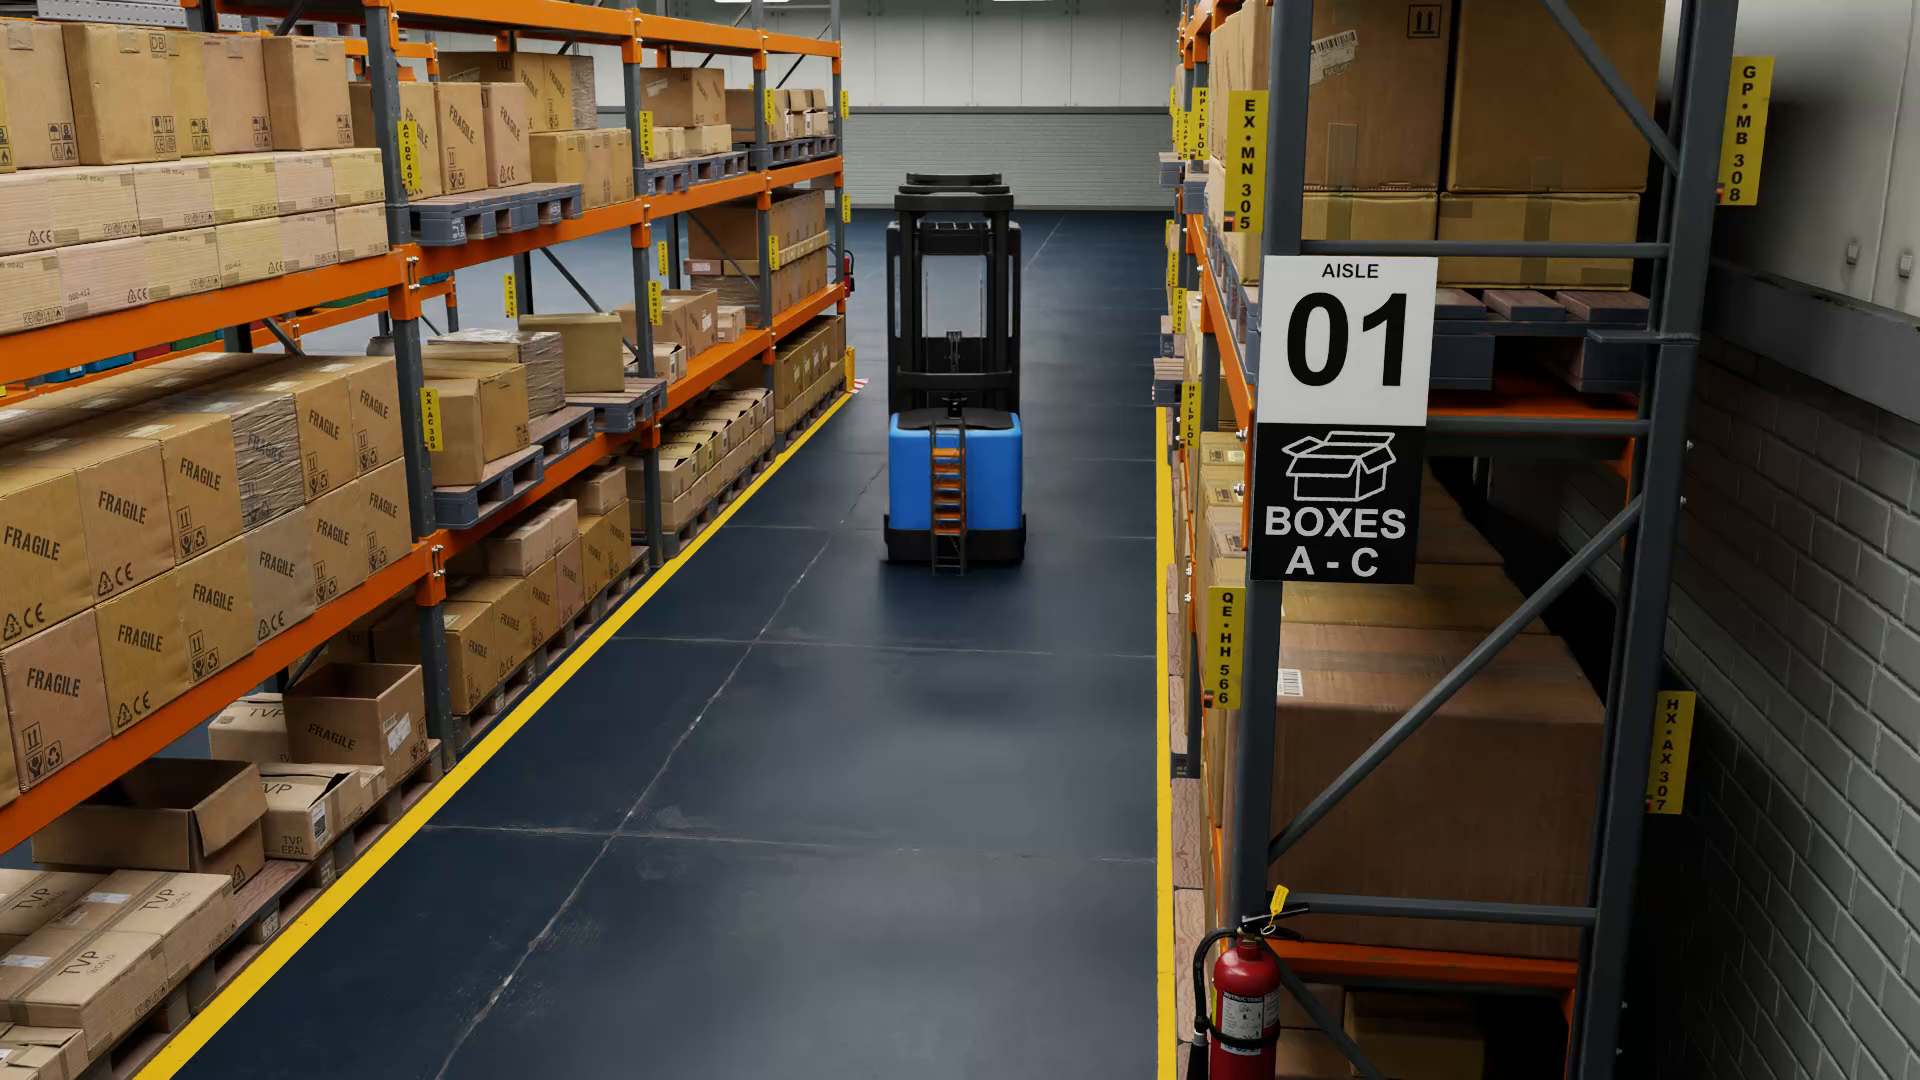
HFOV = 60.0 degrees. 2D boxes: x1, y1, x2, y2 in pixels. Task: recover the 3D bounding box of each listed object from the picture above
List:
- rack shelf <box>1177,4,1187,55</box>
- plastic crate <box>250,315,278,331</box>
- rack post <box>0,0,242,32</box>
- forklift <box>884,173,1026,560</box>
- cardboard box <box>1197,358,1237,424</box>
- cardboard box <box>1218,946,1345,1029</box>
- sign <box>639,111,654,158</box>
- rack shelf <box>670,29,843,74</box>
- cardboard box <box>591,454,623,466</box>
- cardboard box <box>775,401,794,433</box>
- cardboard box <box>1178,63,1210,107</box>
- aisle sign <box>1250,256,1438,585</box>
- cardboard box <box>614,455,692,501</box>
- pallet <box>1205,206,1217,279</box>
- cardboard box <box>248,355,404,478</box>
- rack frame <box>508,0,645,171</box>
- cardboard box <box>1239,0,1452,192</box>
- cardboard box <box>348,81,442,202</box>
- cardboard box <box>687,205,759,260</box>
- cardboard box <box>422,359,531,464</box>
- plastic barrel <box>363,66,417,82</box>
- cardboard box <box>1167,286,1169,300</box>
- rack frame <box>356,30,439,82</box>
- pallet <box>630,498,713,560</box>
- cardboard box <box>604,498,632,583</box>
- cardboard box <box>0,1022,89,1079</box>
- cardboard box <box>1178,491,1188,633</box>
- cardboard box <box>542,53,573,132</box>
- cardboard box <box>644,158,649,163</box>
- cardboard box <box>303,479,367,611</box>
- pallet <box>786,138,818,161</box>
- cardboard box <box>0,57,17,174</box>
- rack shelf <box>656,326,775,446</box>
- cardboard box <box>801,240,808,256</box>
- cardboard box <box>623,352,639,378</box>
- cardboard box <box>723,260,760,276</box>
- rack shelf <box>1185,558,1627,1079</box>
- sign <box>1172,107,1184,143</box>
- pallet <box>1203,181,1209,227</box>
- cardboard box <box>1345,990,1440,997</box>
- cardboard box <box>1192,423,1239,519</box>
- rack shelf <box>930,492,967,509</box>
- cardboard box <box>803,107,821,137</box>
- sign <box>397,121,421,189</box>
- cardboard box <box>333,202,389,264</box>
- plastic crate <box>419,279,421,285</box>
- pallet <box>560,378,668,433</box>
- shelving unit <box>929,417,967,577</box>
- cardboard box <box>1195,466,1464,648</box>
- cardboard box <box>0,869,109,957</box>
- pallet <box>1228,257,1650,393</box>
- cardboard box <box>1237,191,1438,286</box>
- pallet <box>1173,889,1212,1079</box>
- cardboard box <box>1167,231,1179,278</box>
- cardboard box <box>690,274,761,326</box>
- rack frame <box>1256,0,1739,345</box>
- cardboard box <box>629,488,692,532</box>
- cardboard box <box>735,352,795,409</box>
[{"bbox_3d":[2.792,-5.210,17.073,1.077,0.370,4.000,2,15,6],"label":"rack shelf"},{"bbox_3d":[-7.028,-2.332,16.417,0.402,0.464,0.583,2,15,6],"label":"plastic crate"},{"bbox_3d":[-7.414,-4.915,14.215,1.013,1.000,3.121,2,15,6],"label":"rack post"},{"bbox_3d":[-0.056,-1.588,13.921,1.130,2.935,3.031,0,15,-1],"label":"forklift"},{"bbox_3d":[1.463,-0.761,8.494,0.500,0.250,0.500,2,15,8],"label":"cardboard box"},{"bbox_3d":[1.026,1.436,5.346,0.380,0.149,0.250,2,15,6],"label":"cardboard box"},{"bbox_3d":[-2.268,-2.932,12.023,0.100,0.325,0.005,2,15,6],"label":"sign"},{"bbox_3d":[-2.130,-5.163,17.661,1.077,0.370,4.000,2,15,6],"label":"rack shelf"},{"bbox_3d":[-2.993,-0.540,13.303,0.500,0.311,0.500,2,15,8],"label":"cardboard box"},{"bbox_3d":[-2.002,-1.275,17.095,0.500,0.250,0.500,2,15,6],"label":"cardboard box"},{"bbox_3d":[2.354,-4.270,15.816,0.500,0.500,0.500,0,15,1],"label":"cardboard box"},{"bbox_3d":[0.907,-0.277,3.958,0.394,0.787,0.004,2,15,6],"label":"aisle sign"},{"bbox_3d":[-2.456,-0.525,13.244,0.500,0.311,0.500,2,15,8],"label":"cardboard box"},{"bbox_3d":[1.561,-1.262,7.007,1.003,0.211,1.213,2,15,6],"label":"pallet"},{"bbox_3d":[-3.058,-0.606,8.049,0.500,0.500,0.500,2,15,7],"label":"cardboard box"},{"bbox_3d":[-2.807,-4.147,11.760,1.000,3.000,0.127,2,15,6],"label":"rack frame"},{"bbox_3d":[1.024,-1.218,4.528,0.500,0.500,0.500,2,15,6],"label":"cardboard box"},{"bbox_3d":[-3.128,-2.090,8.709,0.600,0.600,0.600,0,15,1],"label":"cardboard box"},{"bbox_3d":[-2.312,-3.078,16.623,0.700,0.500,0.500,2,15,7],"label":"cardboard box"},{"bbox_3d":[-2.968,-0.761,9.735,0.700,0.500,0.500,4,16,15],"label":"cardboard box"},{"bbox_3d":[-6.754,-5.201,19.777,0.600,0.830,0.708,2,15,6],"label":"plastic barrel"},{"bbox_3d":[2.540,-2.734,18.276,0.500,0.250,0.500,1,15,5],"label":"cardboard box"},{"bbox_3d":[-6.826,-6.369,19.976,1.000,3.000,0.127,2,15,6],"label":"rack frame"},{"bbox_3d":[-2.675,-0.118,13.692,1.003,0.211,1.213,2,15,6],"label":"pallet"},{"bbox_3d":[-2.679,-0.007,11.889,0.500,0.500,0.500,2,15,8],"label":"cardboard box"},{"bbox_3d":[-3.293,1.816,5.786,0.380,0.166,0.250,2,15,6],"label":"cardboard box"},{"bbox_3d":[1.797,0.143,10.702,0.750,0.750,0.750,2,15,6],"label":"cardboard box"},{"bbox_3d":[-2.920,-2.985,11.101,0.500,0.500,0.500,2,15,6],"label":"cardboard box"},{"bbox_3d":[-2.771,-3.085,13.062,0.500,0.250,0.500,2,15,8],"label":"cardboard box"},{"bbox_3d":[-3.117,0.009,7.691,0.500,0.500,0.500,2,15,8],"label":"cardboard box"},{"bbox_3d":[-2.145,-4.231,17.987,1.003,0.211,1.213,2,15,6],"label":"pallet"},{"bbox_3d":[-3.528,-1.416,5.299,0.700,0.500,0.500,2,15,6],"label":"cardboard box"},{"bbox_3d":[-2.581,-1.423,14.555,1.077,0.370,4.000,2,15,6],"label":"rack shelf"},{"bbox_3d":[-1.903,-3.247,18.489,0.380,0.149,0.250,2,15,8],"label":"cardboard box"},{"bbox_3d":[-2.723,-1.301,12.899,0.500,0.311,0.500,3,15,10],"label":"cardboard box"},{"bbox_3d":[-2.133,-2.714,16.518,0.380,0.149,0.250,2,15,6],"label":"cardboard box"},{"bbox_3d":[1.438,0.797,6.346,1.077,0.370,4.000,2,15,6],"label":"rack shelf"},{"bbox_3d":[2.027,-3.855,15.436,0.100,0.325,0.005,2,15,6],"label":"sign"},{"bbox_3d":[1.972,-2.004,9.944,1.003,0.211,1.213,2,15,9],"label":"pallet"},{"bbox_3d":[1.249,1.658,5.767,0.700,0.500,0.500,2,15,6],"label":"cardboard box"},{"bbox_3d":[1.466,-0.398,8.586,0.500,0.500,0.500,1,15,5],"label":"cardboard box"},{"bbox_3d":[-0.087,-0.279,12.541,0.258,0.103,0.180,2,20,7],"label":"rack shelf"},{"bbox_3d":[-1.835,-4.551,18.097,0.500,0.311,0.500,4,16,13],"label":"cardboard box"},{"bbox_3d":[-2.718,-1.897,8.195,0.100,0.325,0.005,2,15,6],"label":"sign"},{"bbox_3d":[-3.049,-1.455,7.839,0.500,0.250,0.500,2,15,6],"label":"cardboard box"},{"bbox_3d":[-6.664,-3.094,19.644,0.499,0.251,0.408,2,15,6],"label":"plastic crate"},{"bbox_3d":[-2.814,-0.981,11.910,1.213,0.211,1.003,2,15,6],"label":"pallet"},{"bbox_3d":[-0.087,-0.321,12.526,0.258,1.200,0.189,2,20,7],"label":"shelving unit"},{"bbox_3d":[1.499,0.116,6.913,0.980,0.700,0.700,1,15,5],"label":"cardboard box"},{"bbox_3d":[-3.756,1.545,6.627,0.500,0.250,0.500,2,15,6],"label":"cardboard box"},{"bbox_3d":[1.286,-0.629,4.666,1.003,0.211,1.213,2,15,6],"label":"pallet"},{"bbox_3d":[1.032,-0.856,4.625,0.500,0.250,0.500,2,15,8],"label":"cardboard box"},{"bbox_3d":[1.365,1.789,6.640,1.003,0.211,1.213,2,15,6],"label":"pallet"},{"bbox_3d":[2.535,-3.104,18.206,0.500,0.500,0.500,1,15,4],"label":"cardboard box"},{"bbox_3d":[-2.312,-2.452,16.793,0.700,0.500,0.500,1,15,5],"label":"cardboard box"},{"bbox_3d":[1.213,-1.927,3.550,1.000,3.000,0.127,2,15,6],"label":"rack frame"},{"bbox_3d":[-2.456,-0.254,13.317,0.500,0.250,0.500,2,15,6],"label":"cardboard box"},{"bbox_3d":[-1.992,-1.637,16.996,0.500,0.500,0.500,2,15,6],"label":"cardboard box"}]
